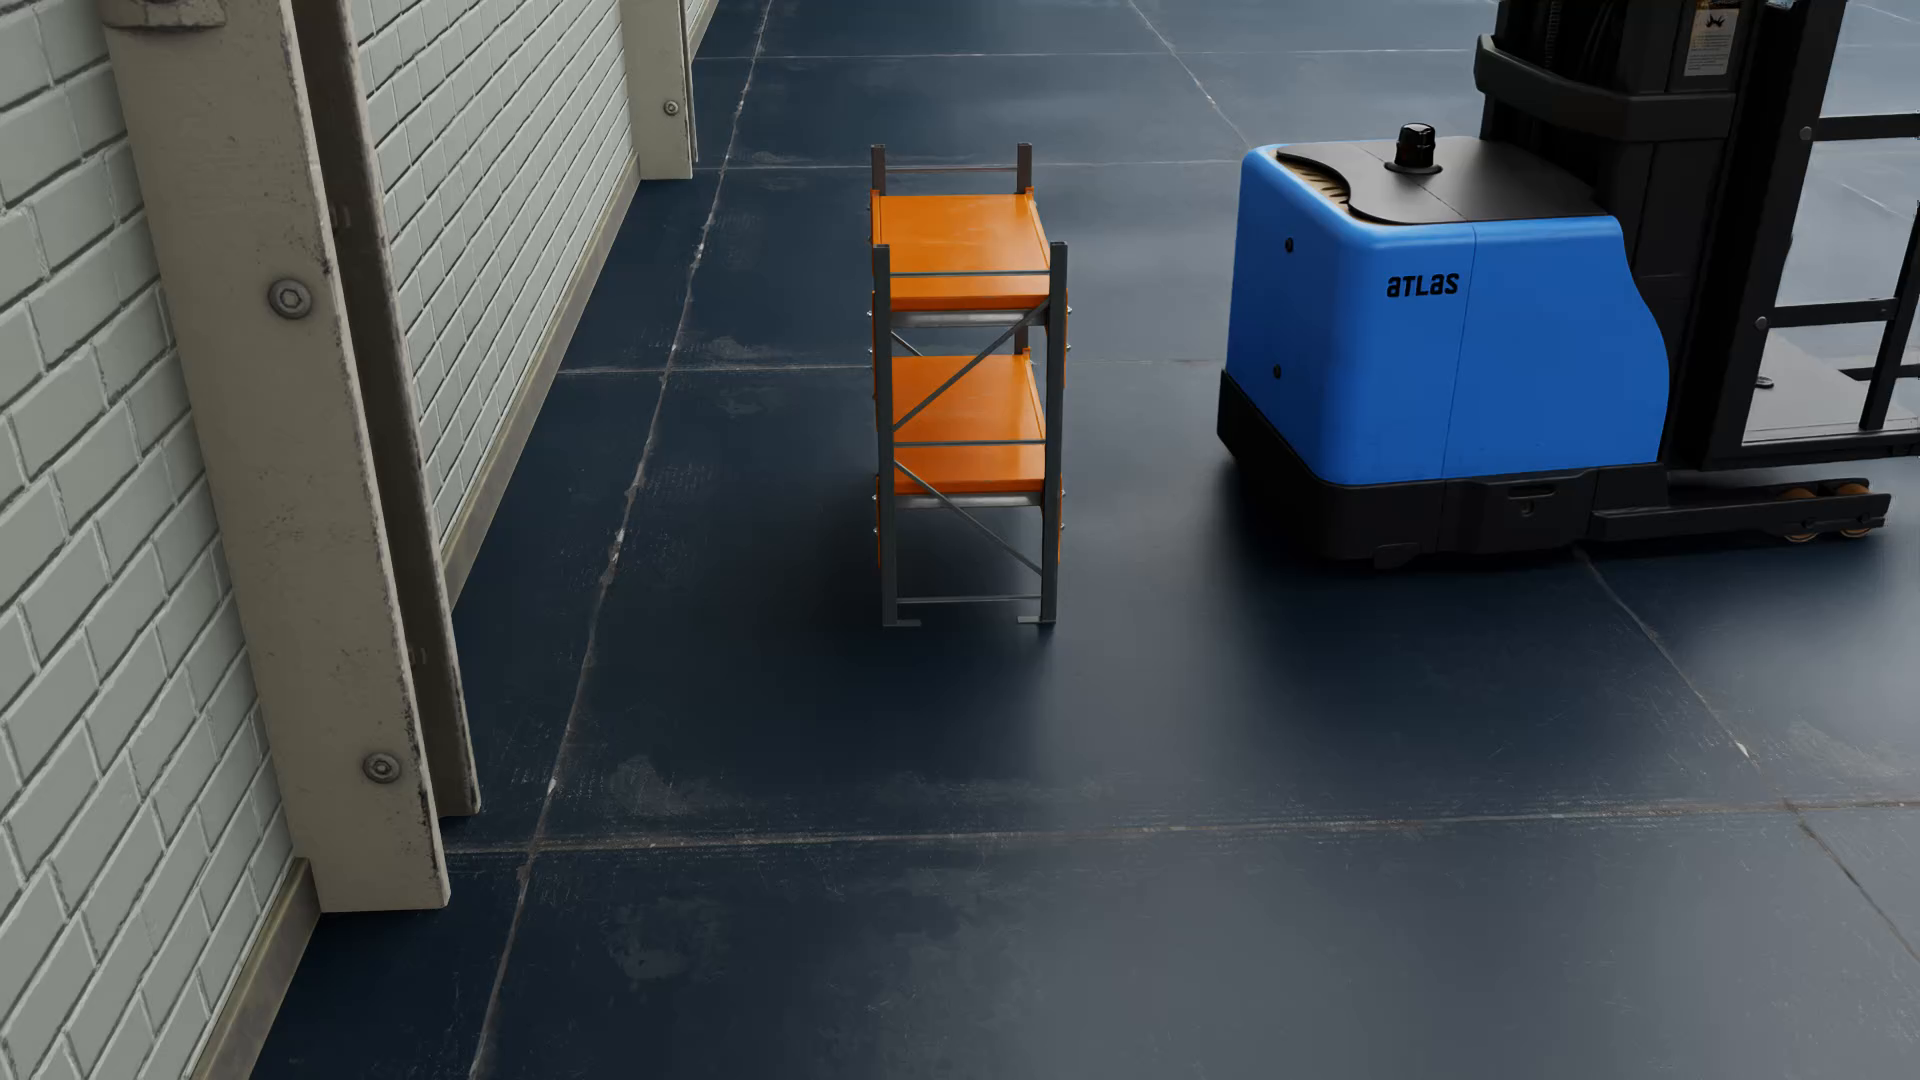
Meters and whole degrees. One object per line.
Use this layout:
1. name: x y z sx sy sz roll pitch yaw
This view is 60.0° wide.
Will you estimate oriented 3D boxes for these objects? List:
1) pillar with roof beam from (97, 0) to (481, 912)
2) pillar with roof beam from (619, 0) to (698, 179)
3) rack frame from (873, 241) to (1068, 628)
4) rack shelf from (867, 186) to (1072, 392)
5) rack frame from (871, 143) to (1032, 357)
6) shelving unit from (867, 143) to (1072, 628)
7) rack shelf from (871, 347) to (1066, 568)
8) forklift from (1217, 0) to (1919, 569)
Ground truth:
1. pillar with roof beam: 2.994 -3.366 1.974 9.100 9.000 0.400 -1 28 -3
2. pillar with roof beam: 2.681 -6.137 7.286 9.100 9.000 0.400 -1 28 -3
3. rack frame: 0.027 -0.261 4.534 0.500 1.125 0.032 -1 28 -3
4. rack shelf: 0.000 -0.755 4.849 0.538 0.278 1.000 -1 28 -3
5. rack frame: -0.026 -0.730 5.434 0.500 1.125 0.032 -1 28 -3
6. shelving unit: 0.000 -0.496 4.984 0.538 1.125 1.048 -1 28 -3
7. rack shelf: 0.000 -0.279 5.097 0.538 0.278 1.000 -1 28 -3
8. forklift: 2.462 -1.528 5.010 3.031 2.935 1.130 -5 28 -9
